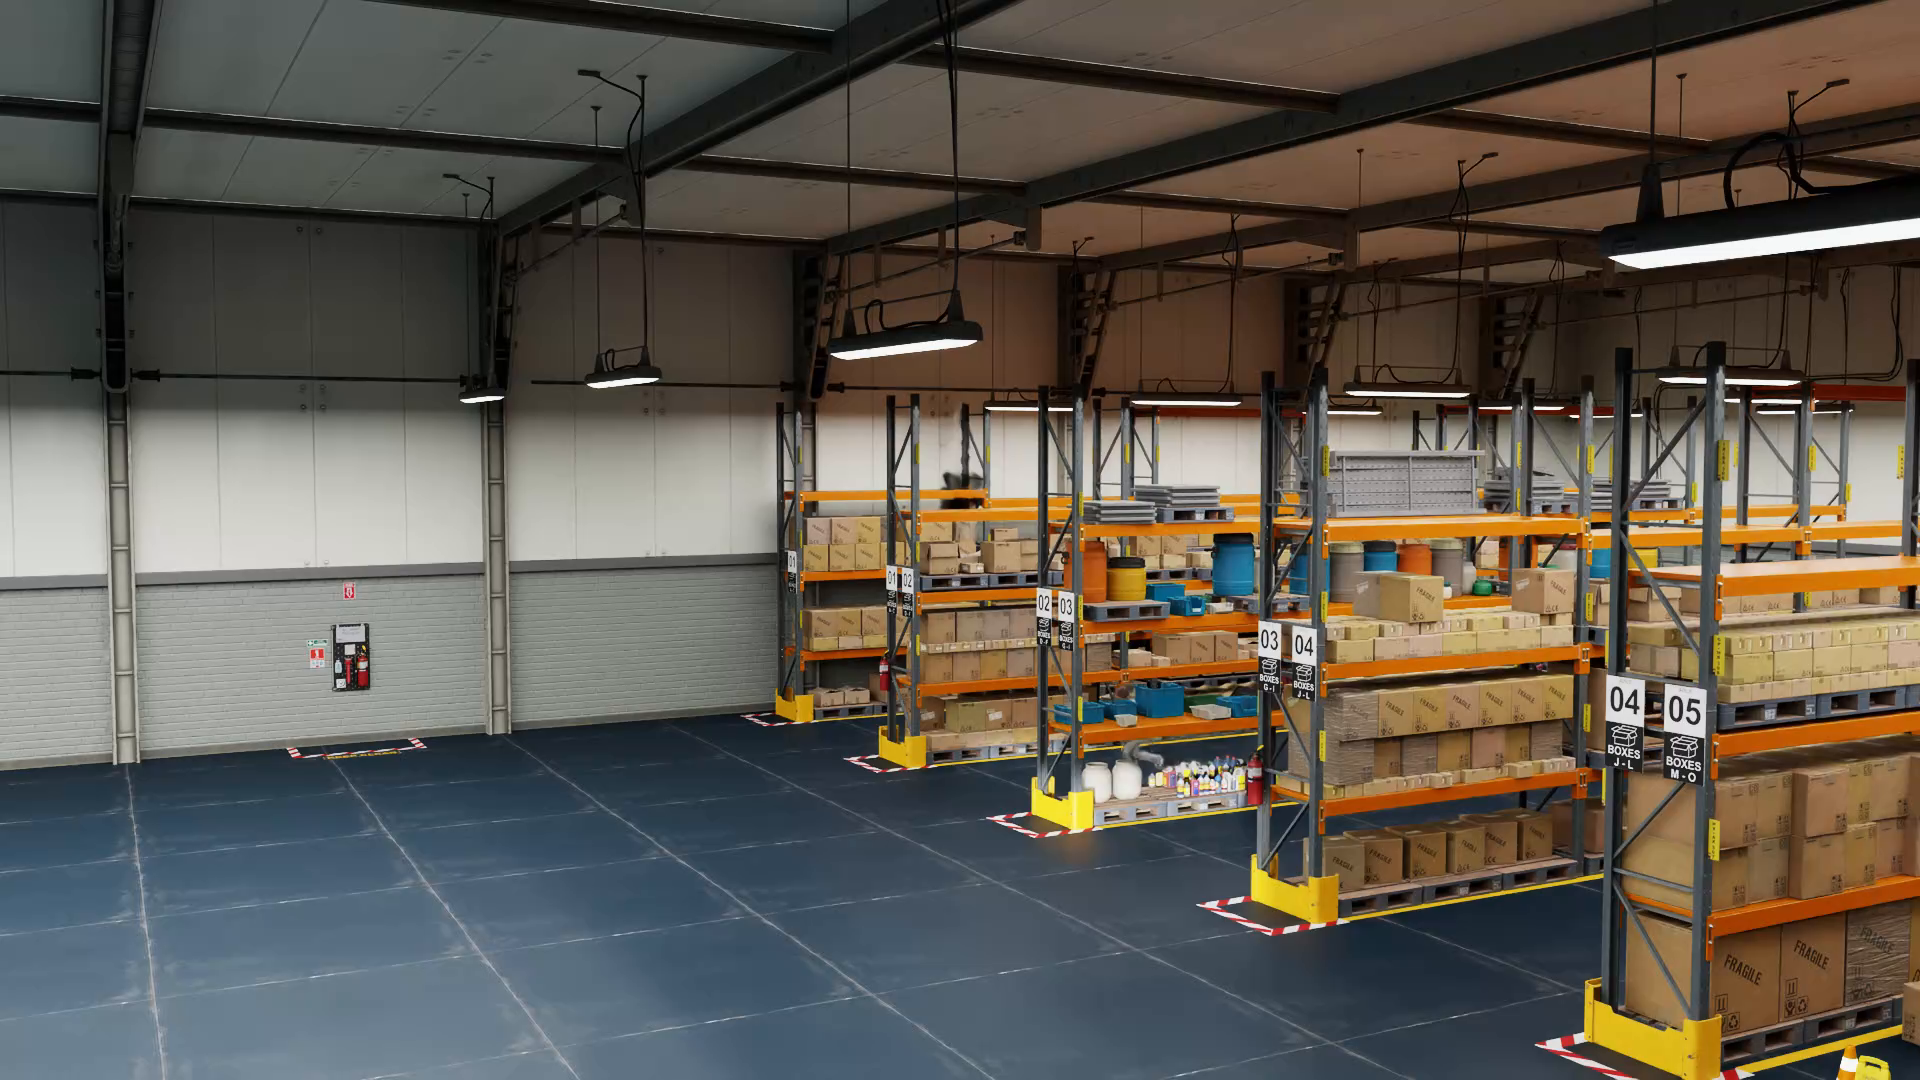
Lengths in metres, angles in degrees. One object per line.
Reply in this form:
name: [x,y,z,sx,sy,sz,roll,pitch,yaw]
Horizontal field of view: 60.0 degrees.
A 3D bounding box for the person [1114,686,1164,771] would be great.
person: [2.743,2.984,25.342,0.852,1.551,0.551,-1,4,-24]
